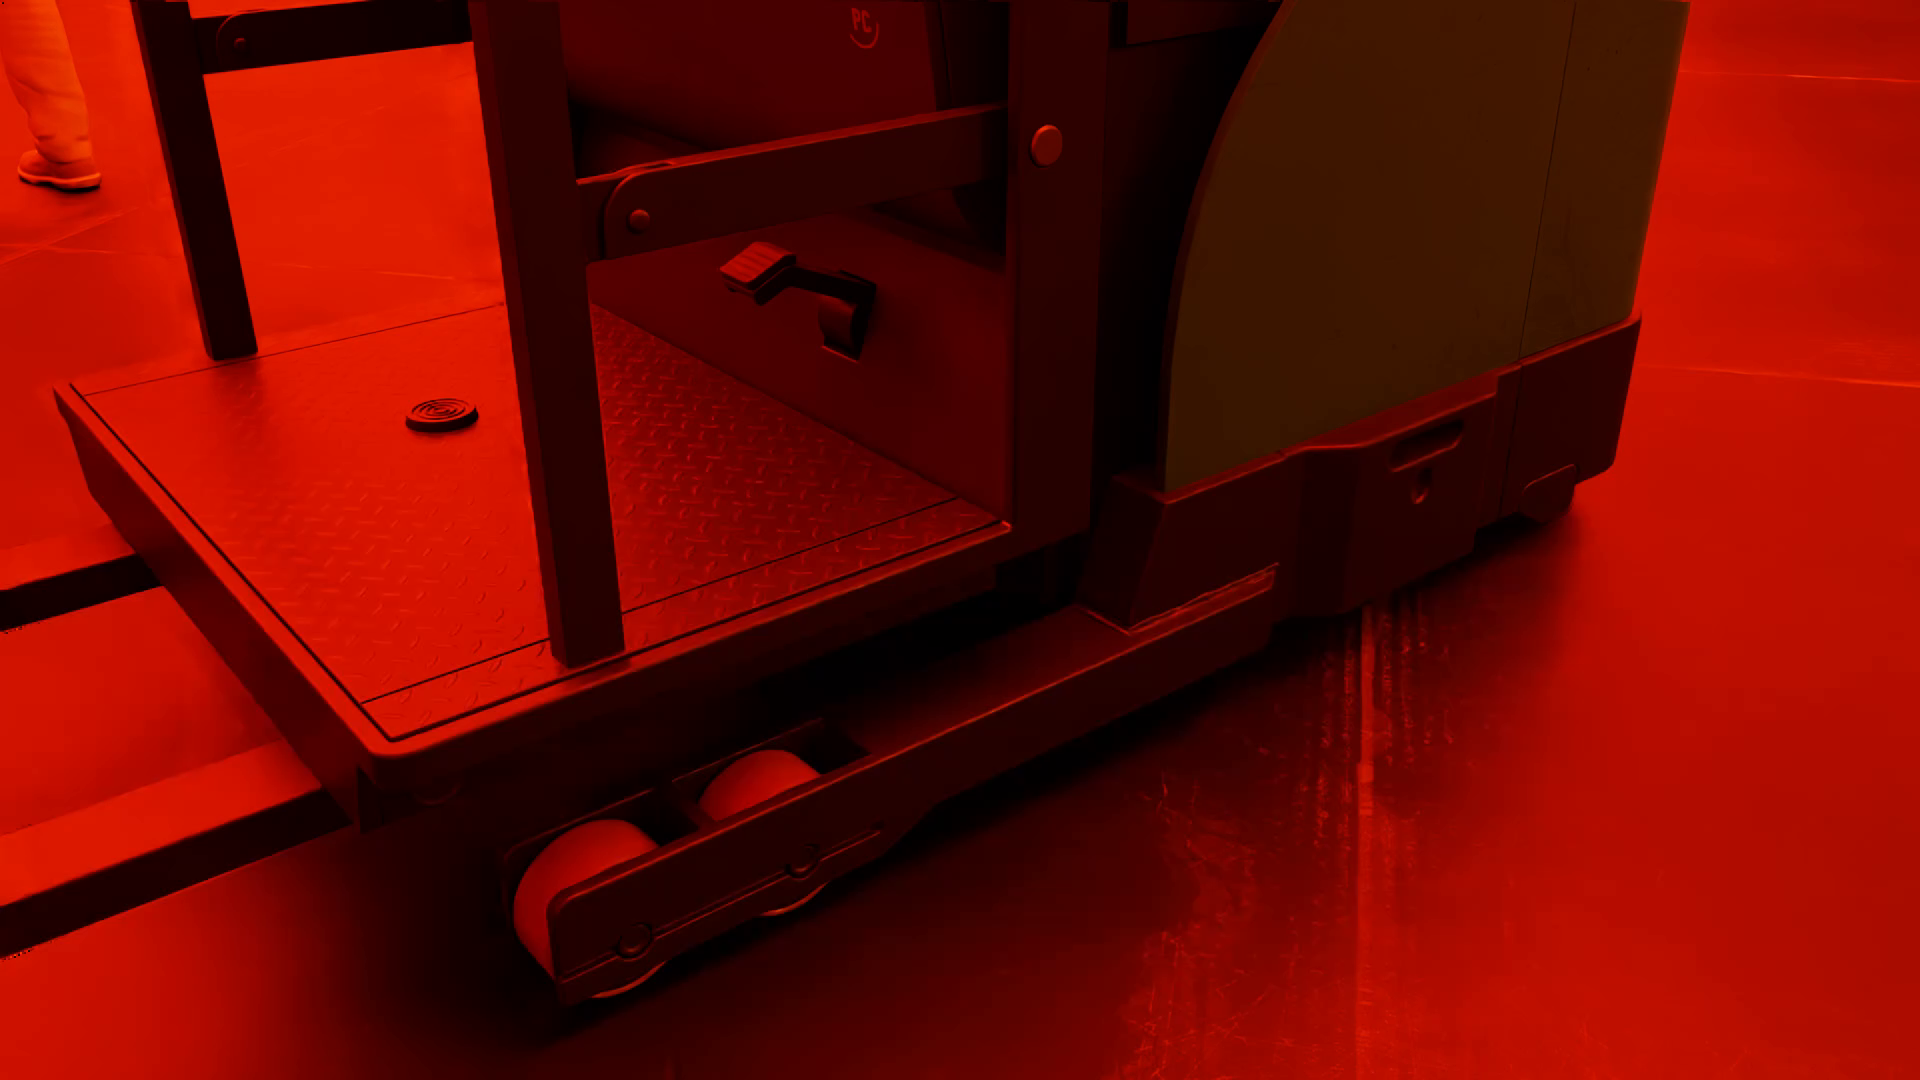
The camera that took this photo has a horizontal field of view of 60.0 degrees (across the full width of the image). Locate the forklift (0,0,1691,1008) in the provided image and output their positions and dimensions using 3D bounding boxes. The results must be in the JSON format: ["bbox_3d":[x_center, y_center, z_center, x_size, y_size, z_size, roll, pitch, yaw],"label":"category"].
[{"bbox_3d":[-0.440,-1.134,1.493,3.031,2.935,1.130,-20,33,-34],"label":"forklift"}]

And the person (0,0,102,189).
[{"bbox_3d":[-2.471,-1.688,3.960,0.496,1.771,0.650,21,33,35],"label":"person"}]
